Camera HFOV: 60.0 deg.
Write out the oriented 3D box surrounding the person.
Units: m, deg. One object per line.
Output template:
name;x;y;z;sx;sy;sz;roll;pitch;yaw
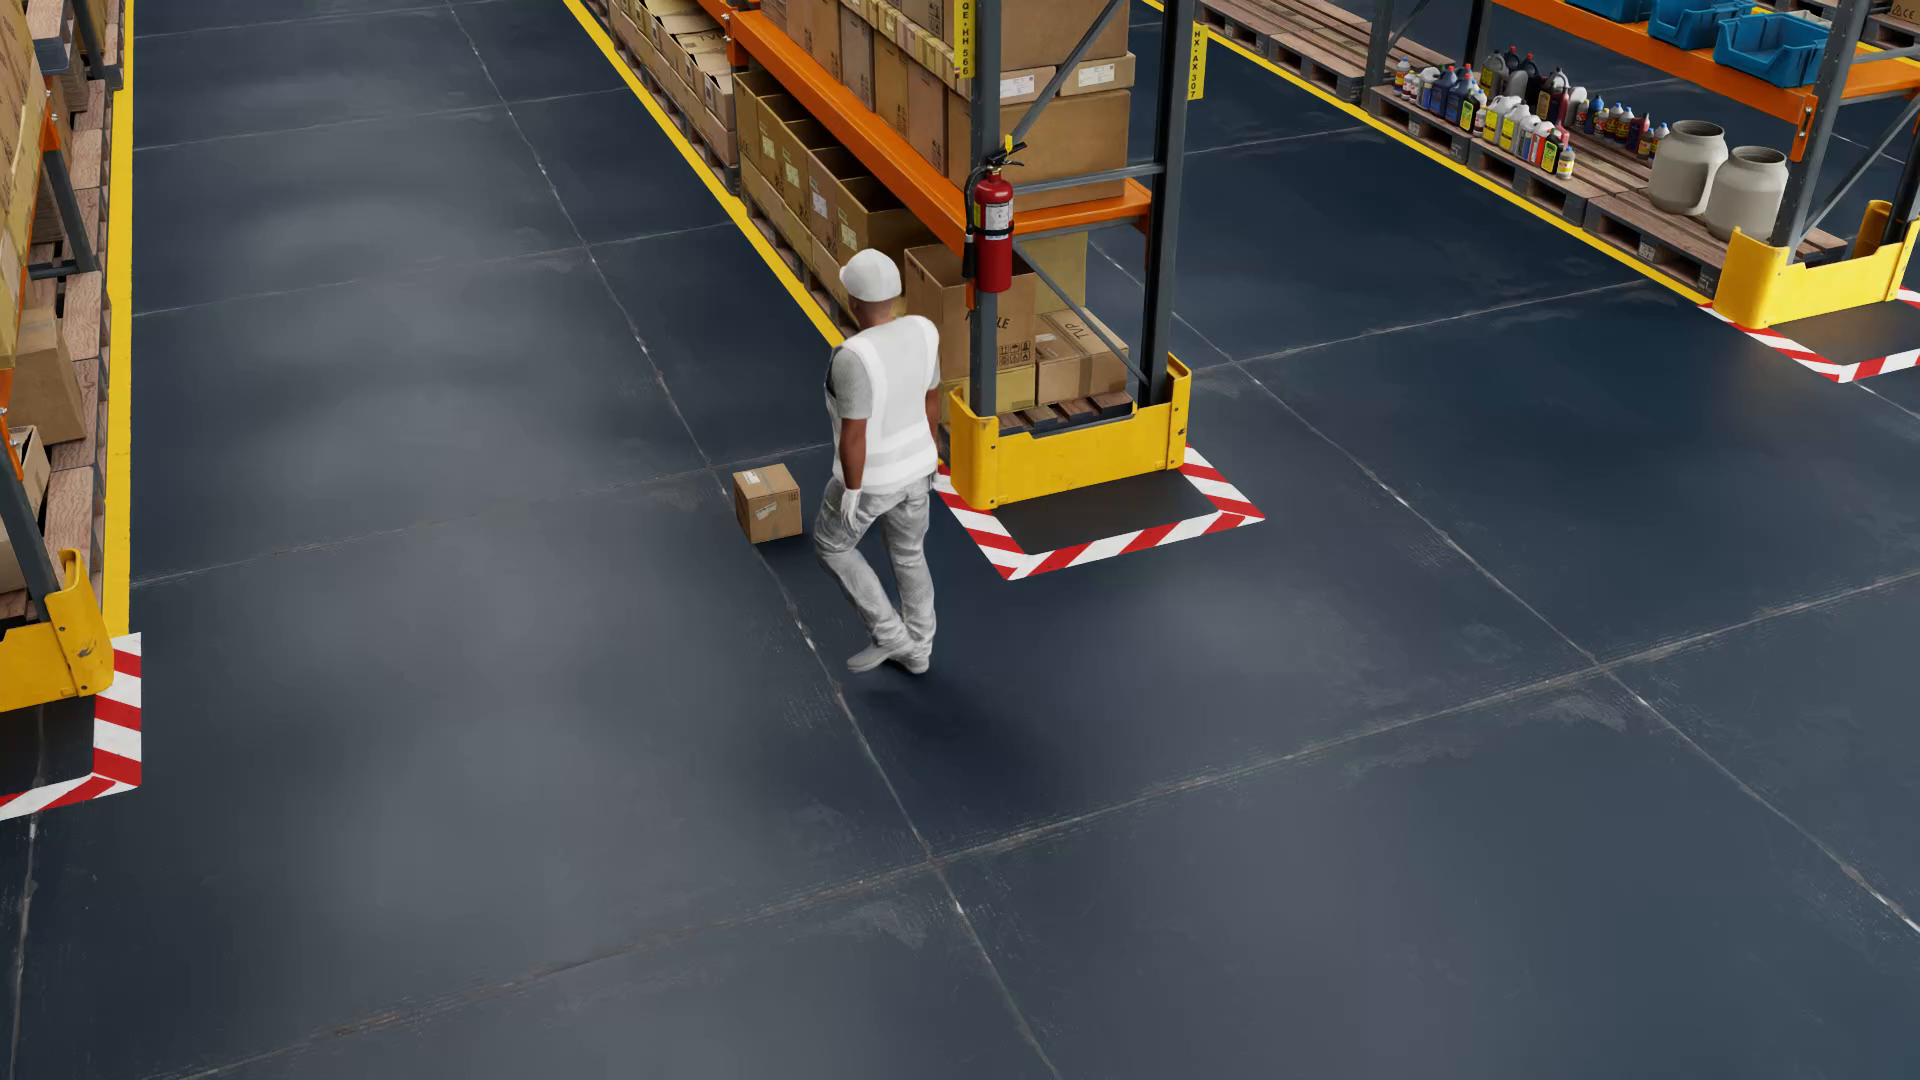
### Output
person;-0.293;-0.270;6.508;0.482;1.771;0.598;28;42;35
